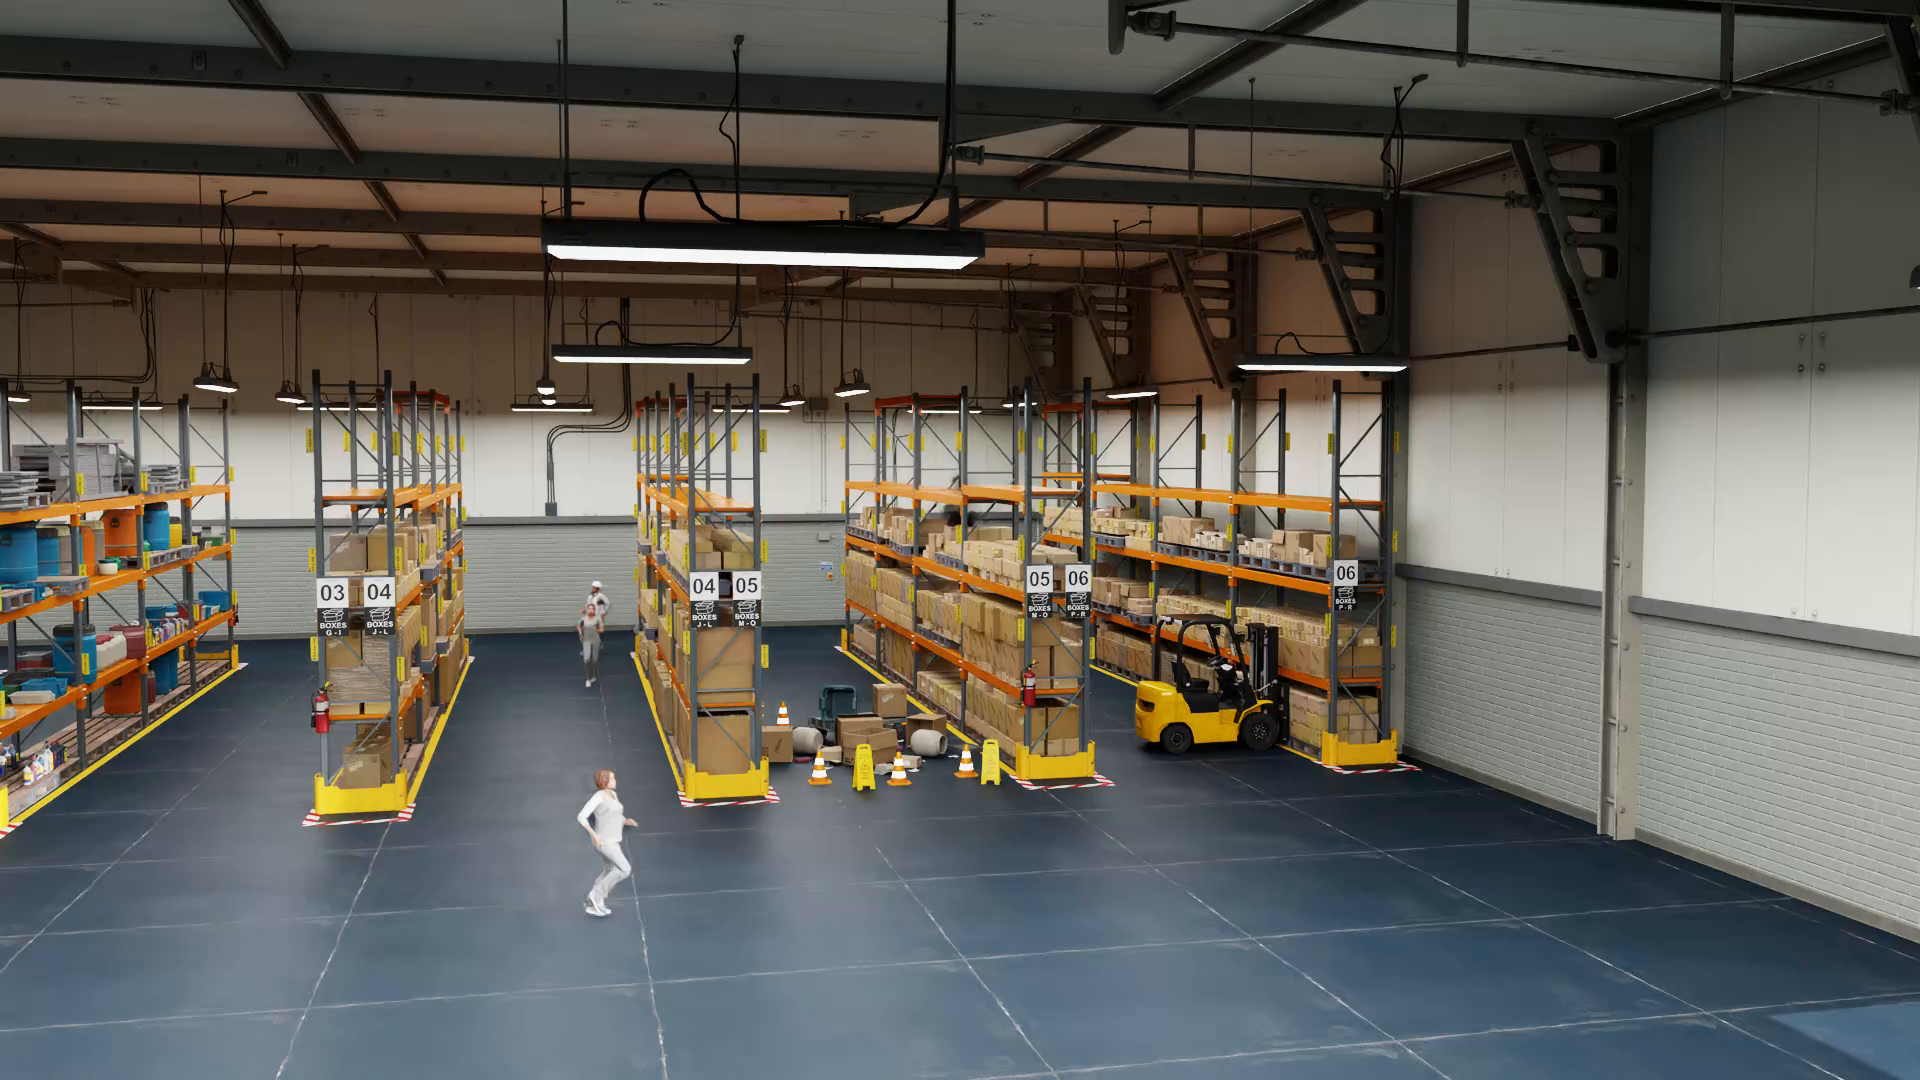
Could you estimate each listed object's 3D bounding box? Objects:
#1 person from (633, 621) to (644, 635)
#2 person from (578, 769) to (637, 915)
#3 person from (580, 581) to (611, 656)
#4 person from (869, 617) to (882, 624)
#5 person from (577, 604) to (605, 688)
[{"bbox_3d":[-7.659,1.890,40.503,0.562,1.568,0.712,0,3,1],"label":"person"},{"bbox_3d":[-3.694,3.195,17.515,0.596,1.562,0.480,0,3,8],"label":"person"},{"bbox_3d":[-8.668,1.860,39.484,0.692,1.785,0.719,-3,4,-42],"label":"person"},{"bbox_3d":[-2.034,1.754,41.737,0.569,1.690,0.737,2,4,33],"label":"person"},{"bbox_3d":[-7.647,2.176,34.481,0.547,1.719,0.706,-1,3,-14],"label":"person"}]
